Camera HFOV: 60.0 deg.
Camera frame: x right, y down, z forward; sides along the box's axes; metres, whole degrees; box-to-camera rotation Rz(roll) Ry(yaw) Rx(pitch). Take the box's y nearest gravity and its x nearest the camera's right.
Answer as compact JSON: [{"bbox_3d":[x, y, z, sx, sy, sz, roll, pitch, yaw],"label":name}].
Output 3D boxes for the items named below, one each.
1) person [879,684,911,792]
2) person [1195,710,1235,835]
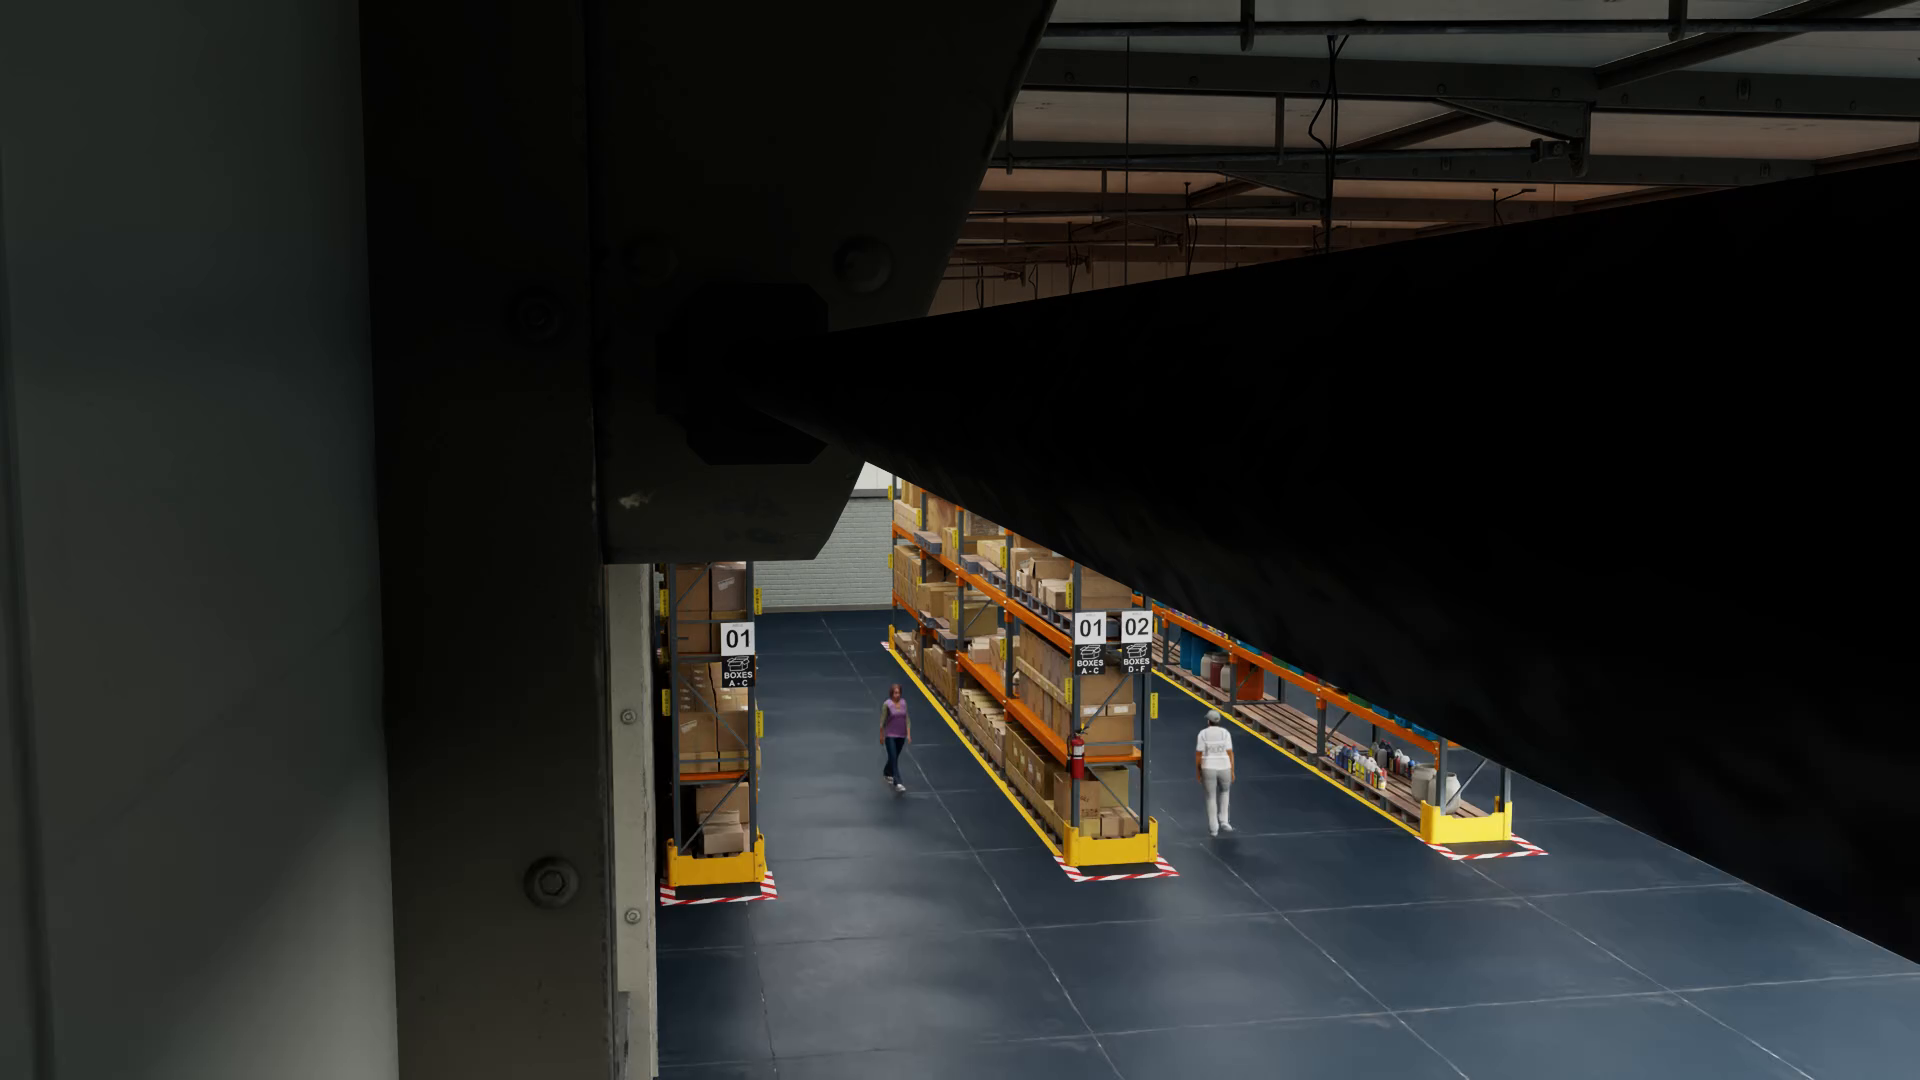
[{"bbox_3d":[-0.927,2.894,24.501,0.437,1.546,0.967,-4,7,-33],"label":"person"},{"bbox_3d":[3.406,3.115,22.250,0.514,1.669,0.517,0,6,2],"label":"person"}]
